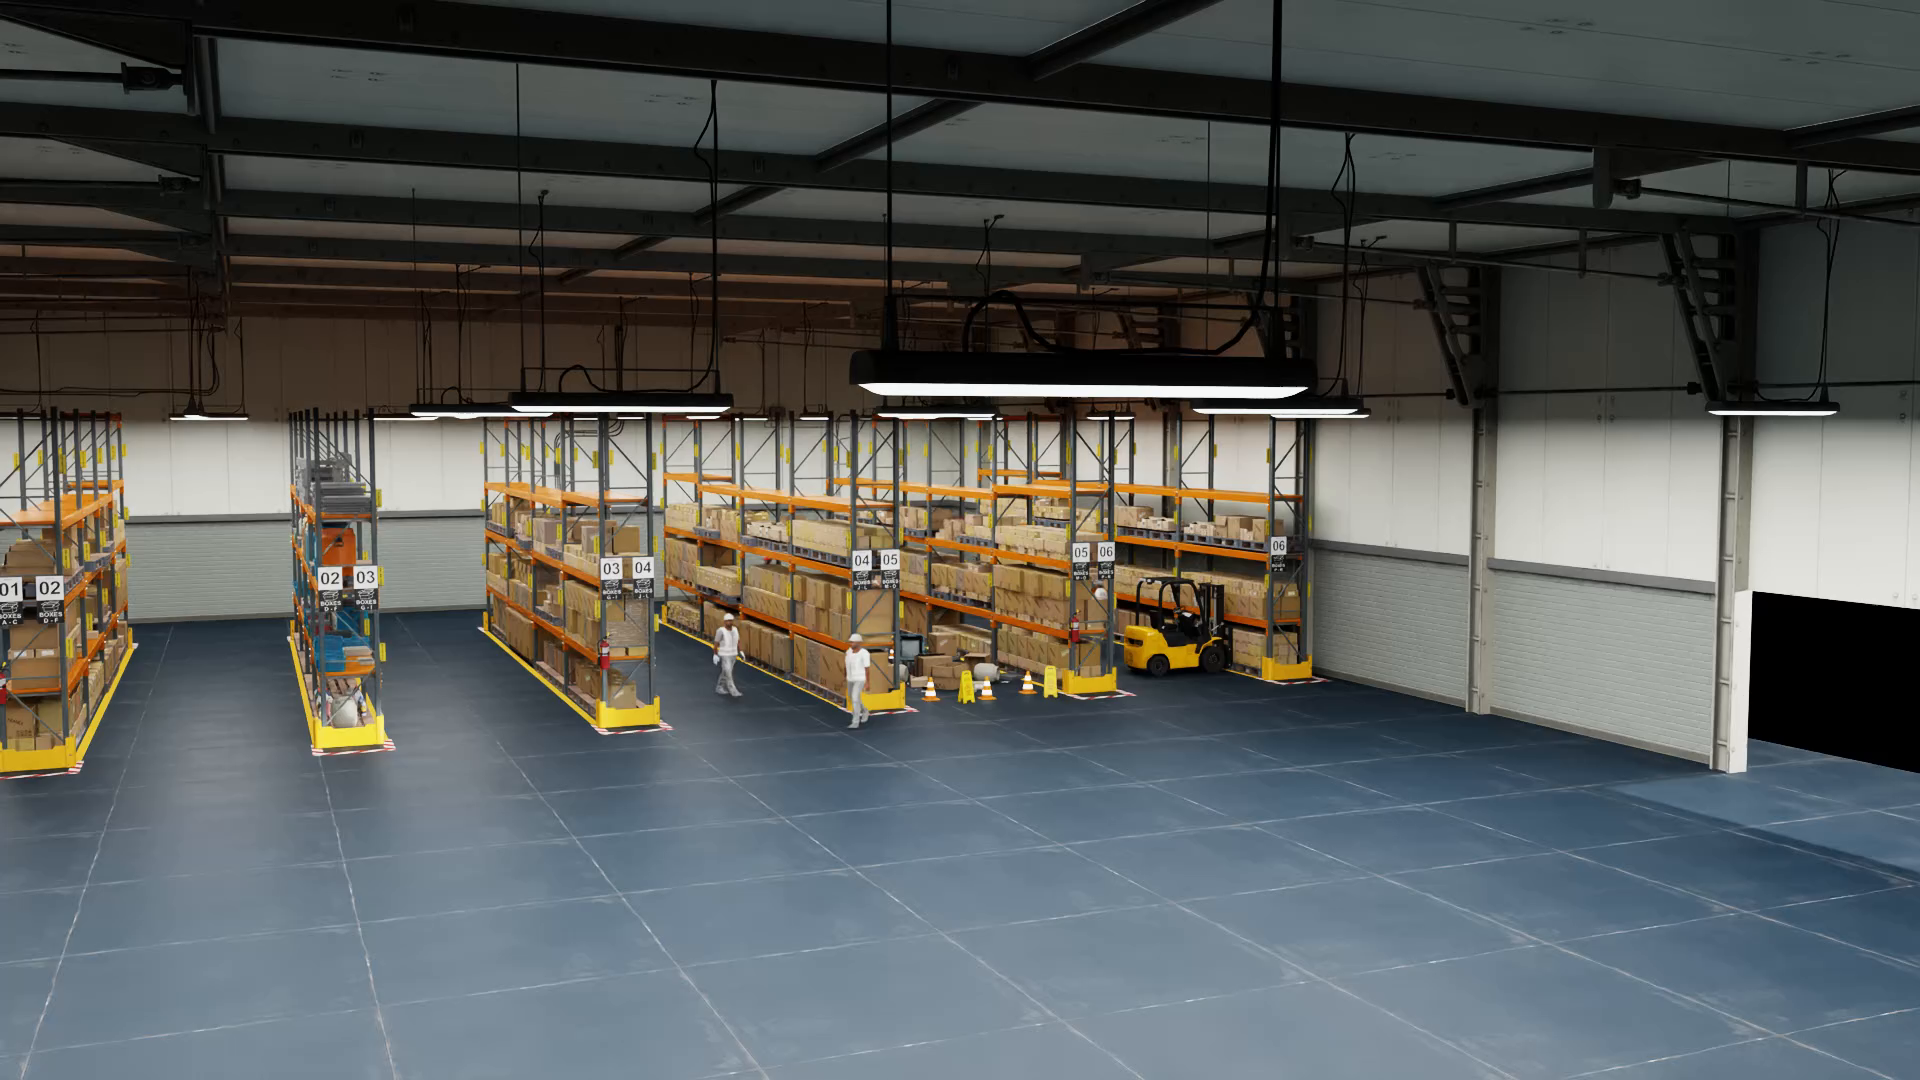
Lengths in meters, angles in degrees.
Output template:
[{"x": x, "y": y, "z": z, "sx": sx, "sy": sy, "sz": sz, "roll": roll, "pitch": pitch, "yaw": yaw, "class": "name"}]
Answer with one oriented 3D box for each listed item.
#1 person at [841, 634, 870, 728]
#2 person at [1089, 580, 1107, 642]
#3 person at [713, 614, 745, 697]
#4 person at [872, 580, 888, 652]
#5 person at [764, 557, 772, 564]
[{"x": -1.931, "y": 2.641, "z": 31.430, "sx": 0.565, "sy": 1.753, "sz": 0.798, "roll": 4, "pitch": 5, "yaw": 43, "class": "person"}, {"x": 3.502, "y": 1.788, "z": 41.546, "sx": 0.508, "sy": 1.600, "sz": 0.662, "roll": -3, "pitch": 5, "yaw": -34, "class": "person"}, {"x": -4.771, "y": 2.398, "z": 34.687, "sx": 1.065, "sy": 1.722, "sz": 0.577, "roll": 3, "pitch": 5, "yaw": 38, "class": "person"}, {"x": -2.026, "y": 1.835, "z": 40.180, "sx": 0.571, "sy": 1.745, "sz": 0.443, "roll": -1, "pitch": 4, "yaw": -11, "class": "person"}, {"x": -5.712, "y": 1.366, "z": 49.511, "sx": 0.664, "sy": 1.798, "sz": 0.603, "roll": -2, "pitch": 4, "yaw": -21, "class": "person"}]
